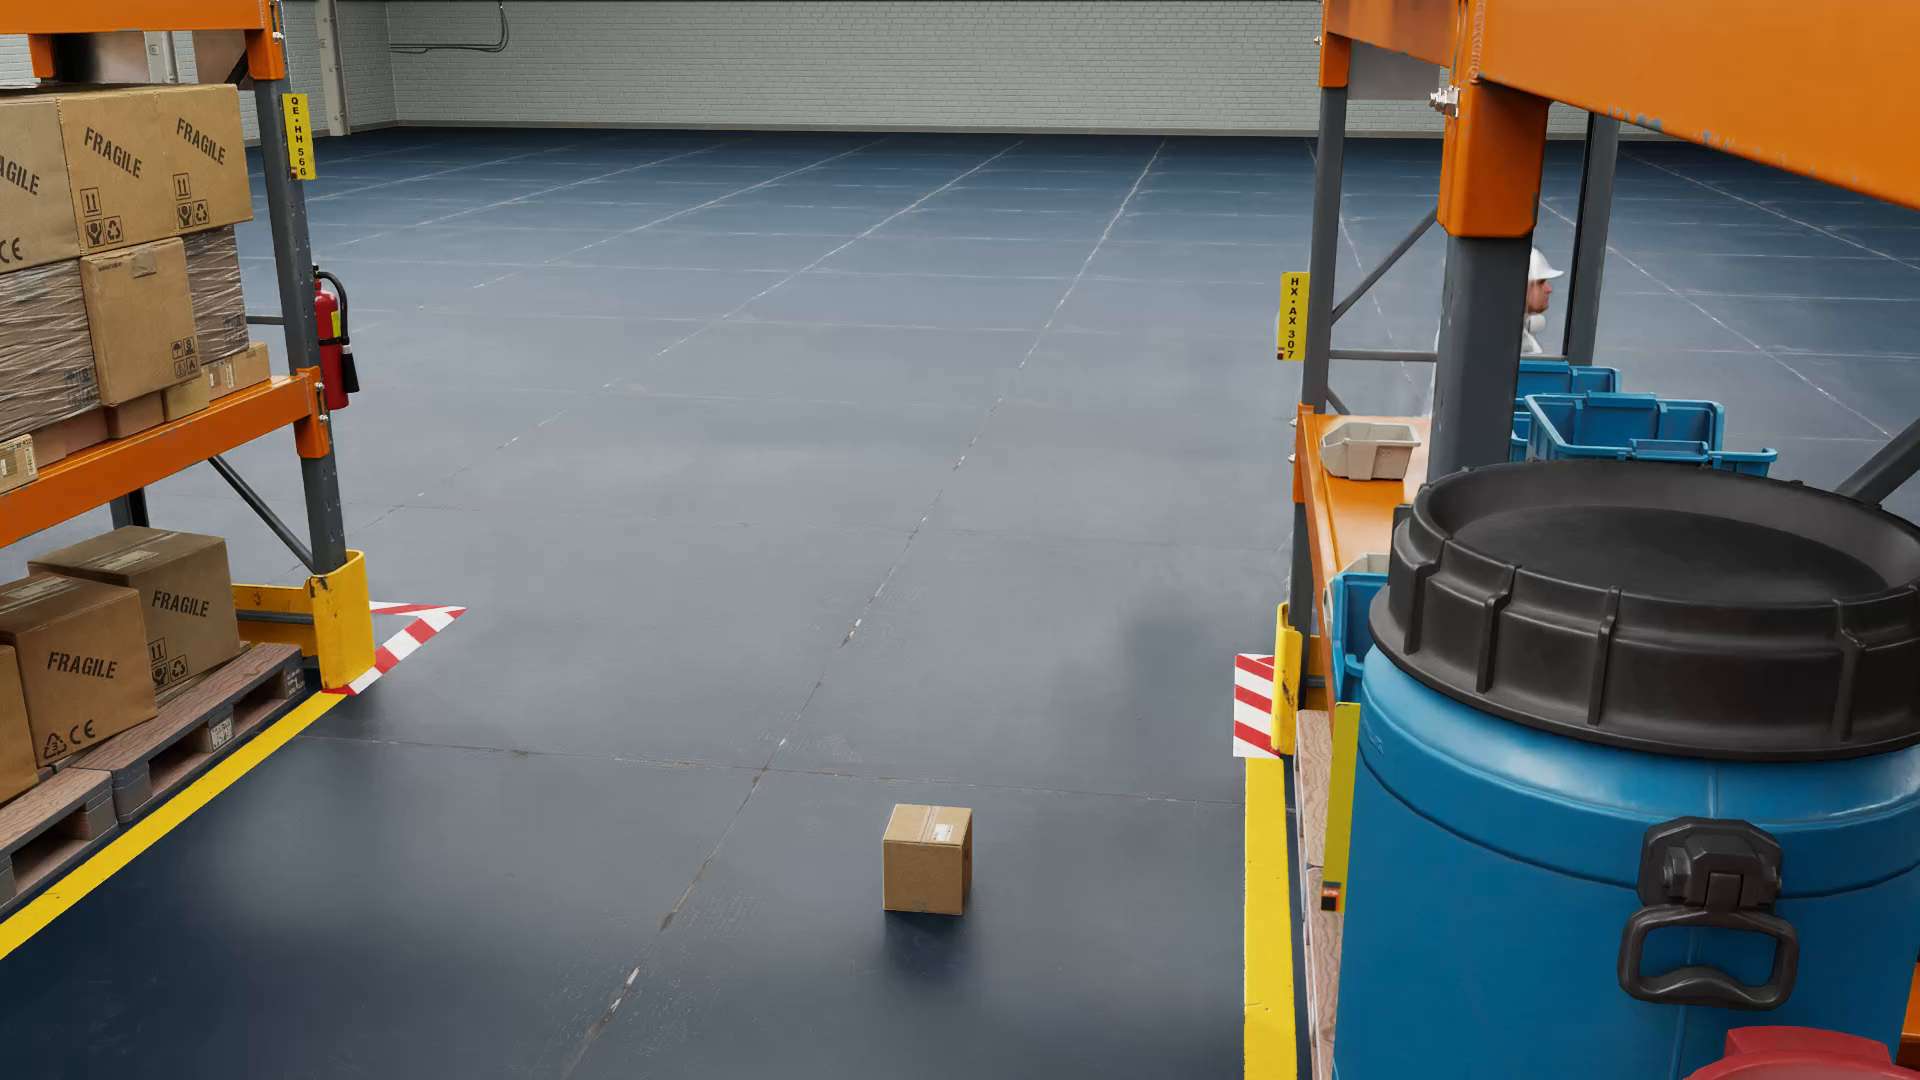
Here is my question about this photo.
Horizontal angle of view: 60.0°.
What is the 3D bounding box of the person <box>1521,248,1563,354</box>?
[{"bbox_3d":[2.279,-0.412,7.300,0.830,1.737,0.605,5,18,14],"label":"person"}]
